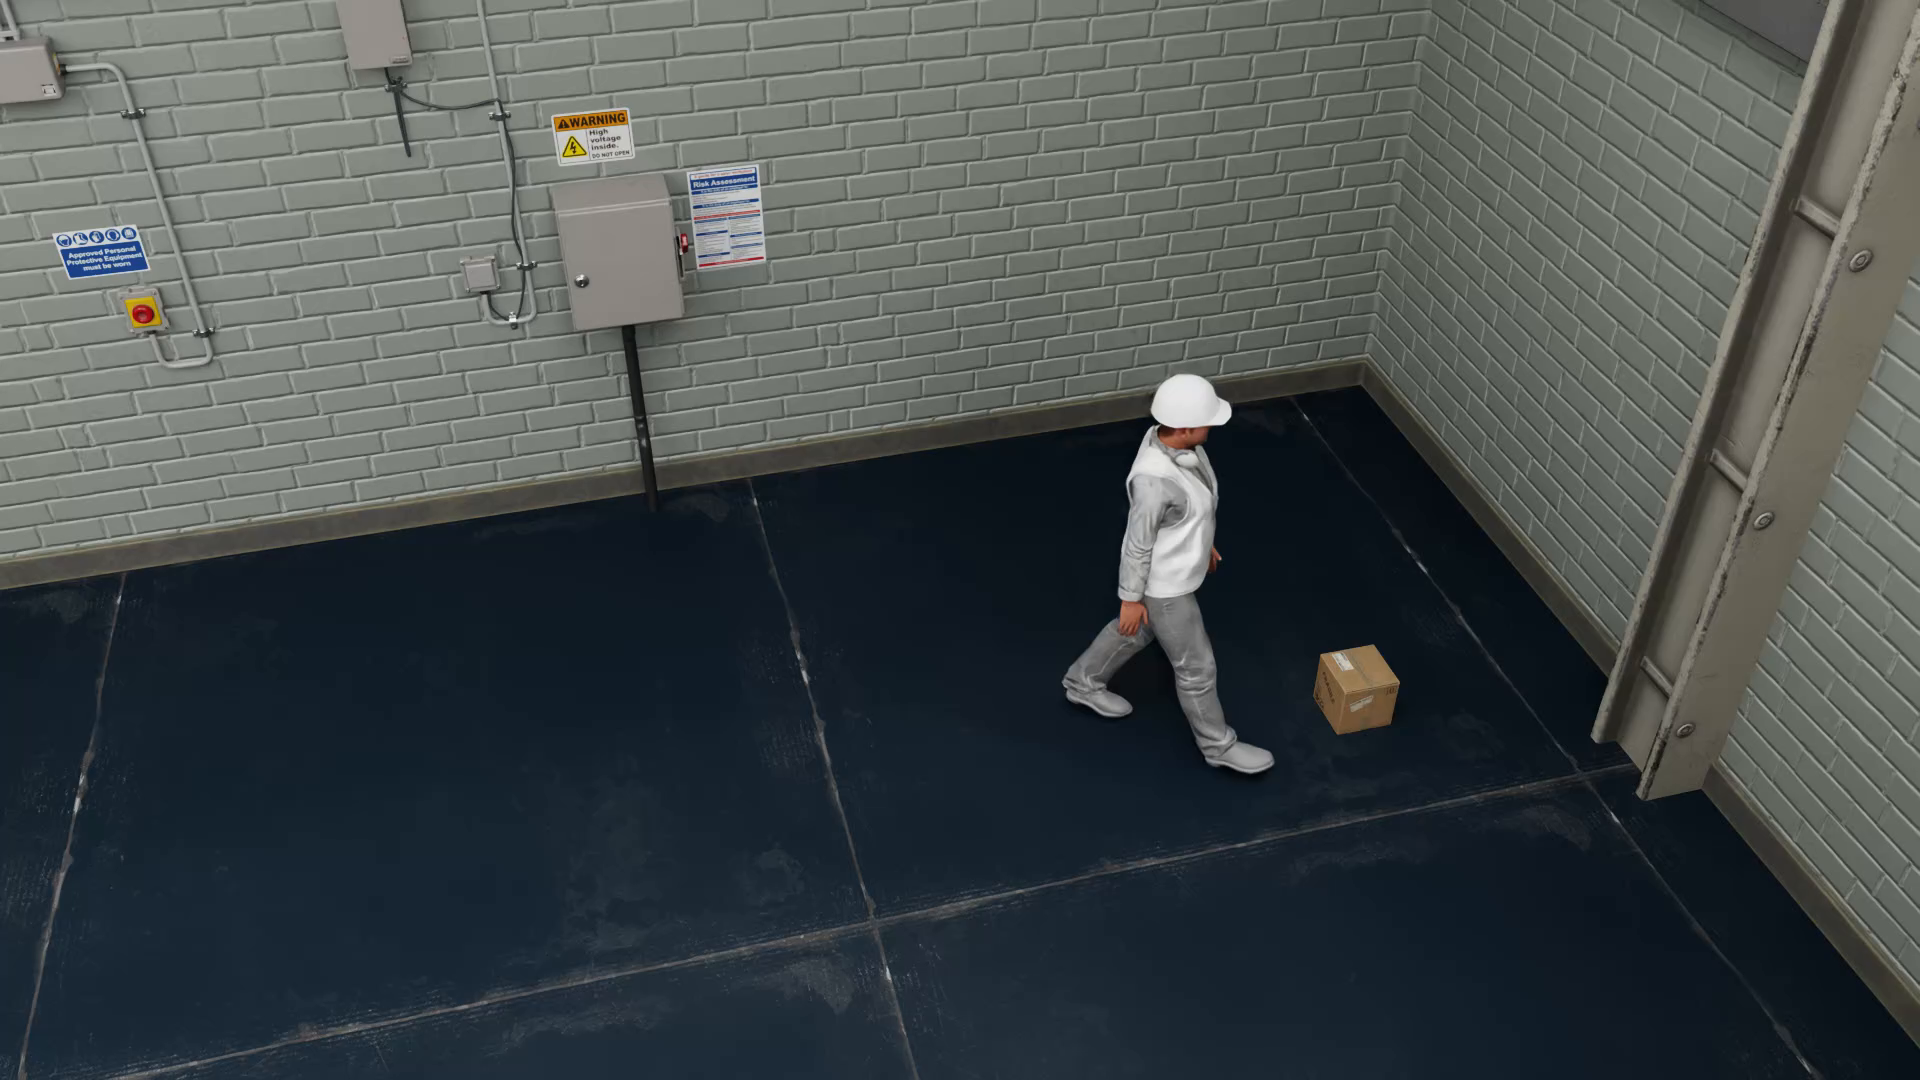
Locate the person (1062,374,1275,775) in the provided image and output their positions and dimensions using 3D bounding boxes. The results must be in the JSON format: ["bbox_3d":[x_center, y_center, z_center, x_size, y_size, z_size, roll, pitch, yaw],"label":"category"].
[{"bbox_3d":[0.878,0.101,6.555,0.927,1.731,0.572,7,39,9],"label":"person"}]
